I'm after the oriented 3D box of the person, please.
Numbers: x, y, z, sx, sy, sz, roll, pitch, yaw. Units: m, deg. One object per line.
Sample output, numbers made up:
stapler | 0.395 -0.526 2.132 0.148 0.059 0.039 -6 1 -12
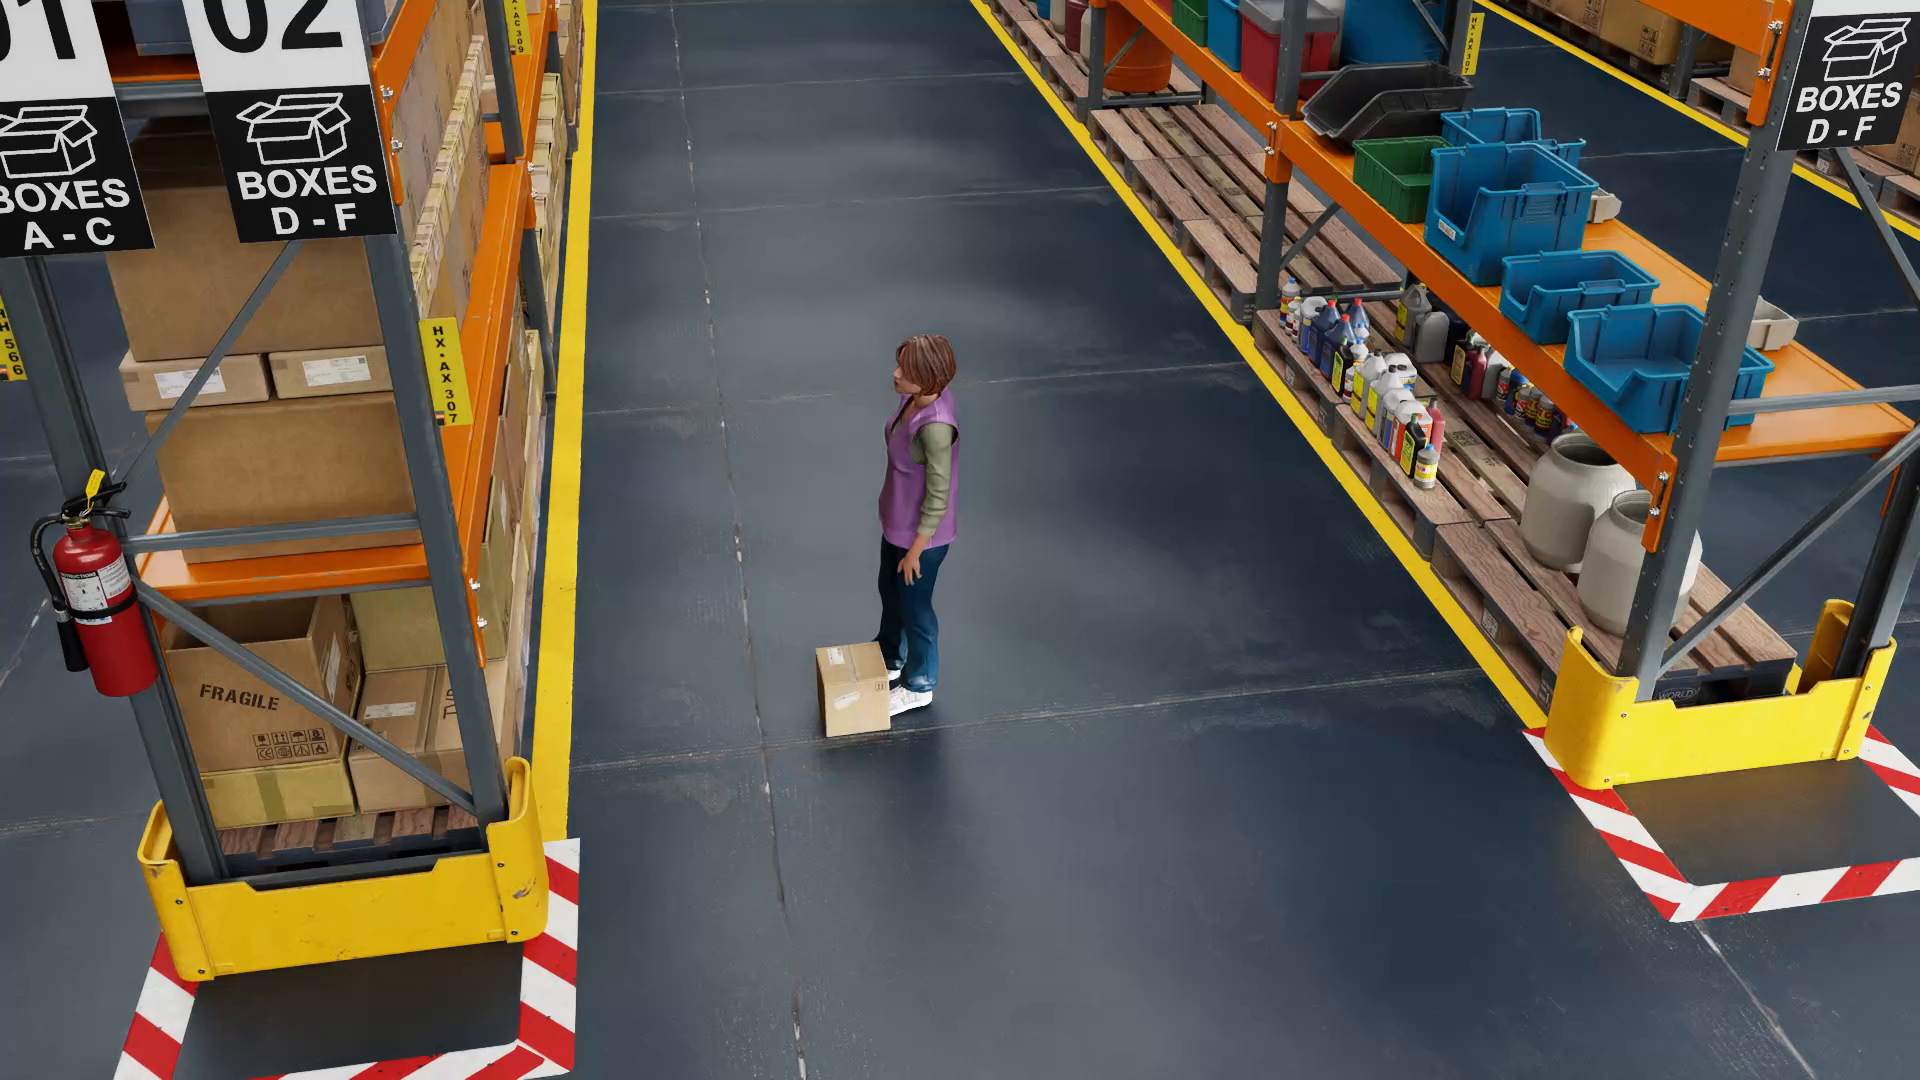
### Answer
person | -0.242 -0.039 6.188 0.475 1.598 0.519 -5 32 -9
